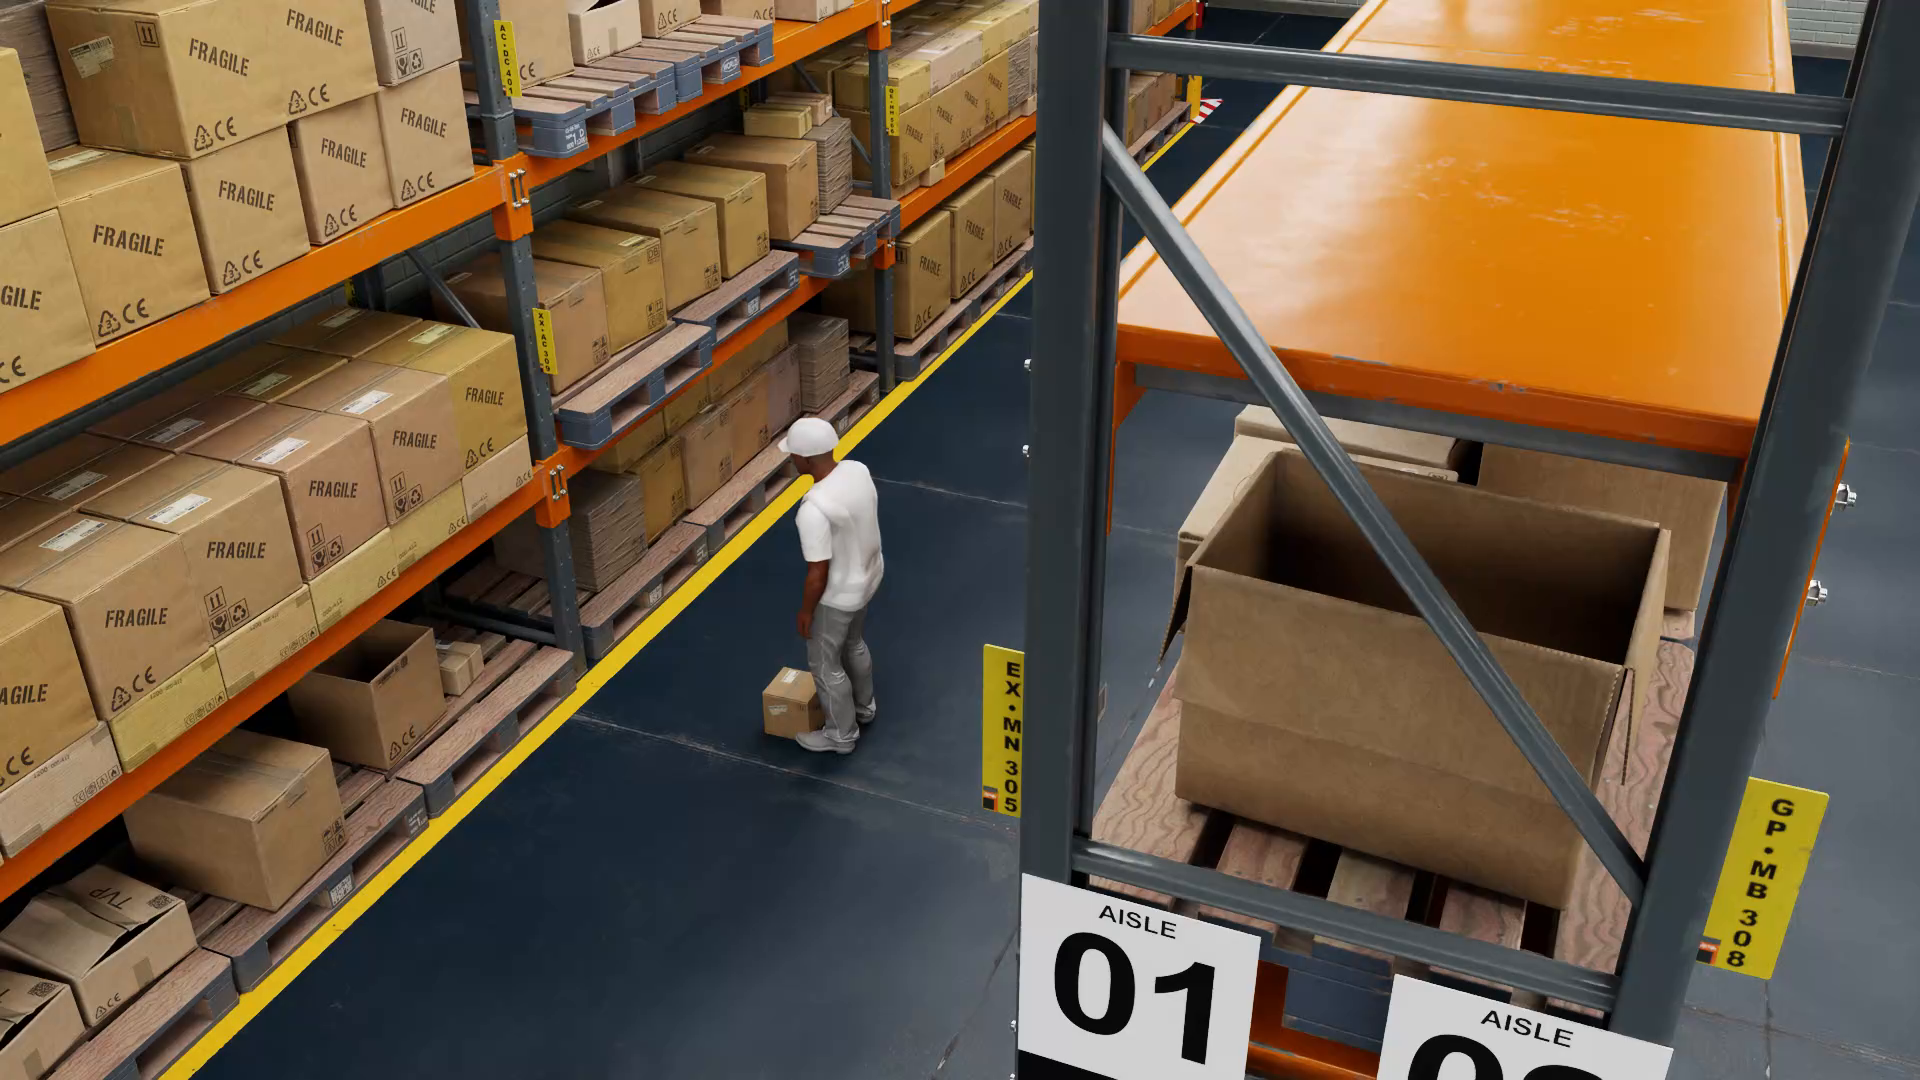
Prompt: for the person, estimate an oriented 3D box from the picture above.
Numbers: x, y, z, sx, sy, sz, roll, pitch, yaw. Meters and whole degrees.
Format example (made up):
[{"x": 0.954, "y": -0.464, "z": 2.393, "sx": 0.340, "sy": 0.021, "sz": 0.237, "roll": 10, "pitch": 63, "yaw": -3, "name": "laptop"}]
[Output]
[{"x": -0.610, "y": 0.214, "z": 8.003, "sx": 0.461, "sy": 1.760, "sz": 0.626, "roll": 11, "pitch": 31, "yaw": 19, "name": "person"}]
